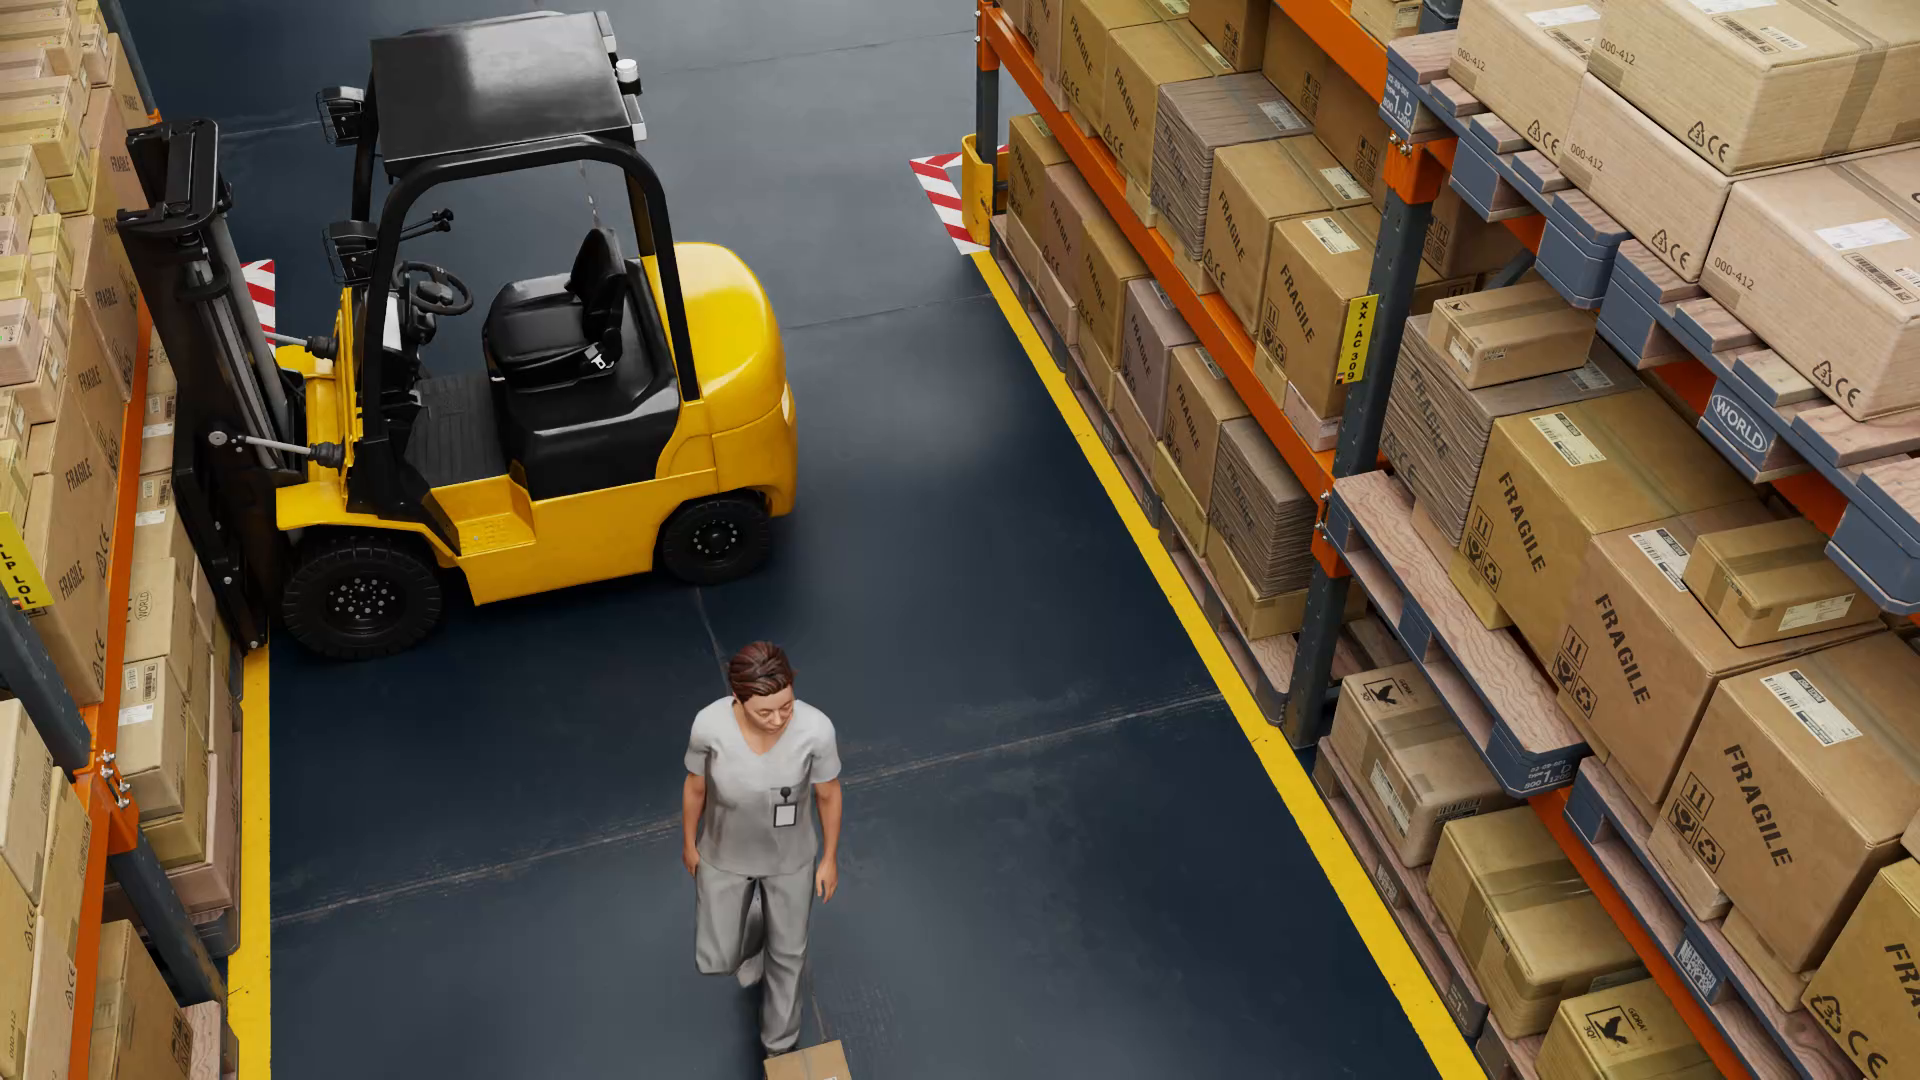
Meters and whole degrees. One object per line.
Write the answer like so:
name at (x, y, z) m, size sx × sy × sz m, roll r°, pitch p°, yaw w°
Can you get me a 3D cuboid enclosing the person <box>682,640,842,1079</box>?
person at (-0.598, 1.006, 5.042) m, size 0.508 × 1.664 × 0.616 m, roll -2°, pitch 42°, yaw -2°
